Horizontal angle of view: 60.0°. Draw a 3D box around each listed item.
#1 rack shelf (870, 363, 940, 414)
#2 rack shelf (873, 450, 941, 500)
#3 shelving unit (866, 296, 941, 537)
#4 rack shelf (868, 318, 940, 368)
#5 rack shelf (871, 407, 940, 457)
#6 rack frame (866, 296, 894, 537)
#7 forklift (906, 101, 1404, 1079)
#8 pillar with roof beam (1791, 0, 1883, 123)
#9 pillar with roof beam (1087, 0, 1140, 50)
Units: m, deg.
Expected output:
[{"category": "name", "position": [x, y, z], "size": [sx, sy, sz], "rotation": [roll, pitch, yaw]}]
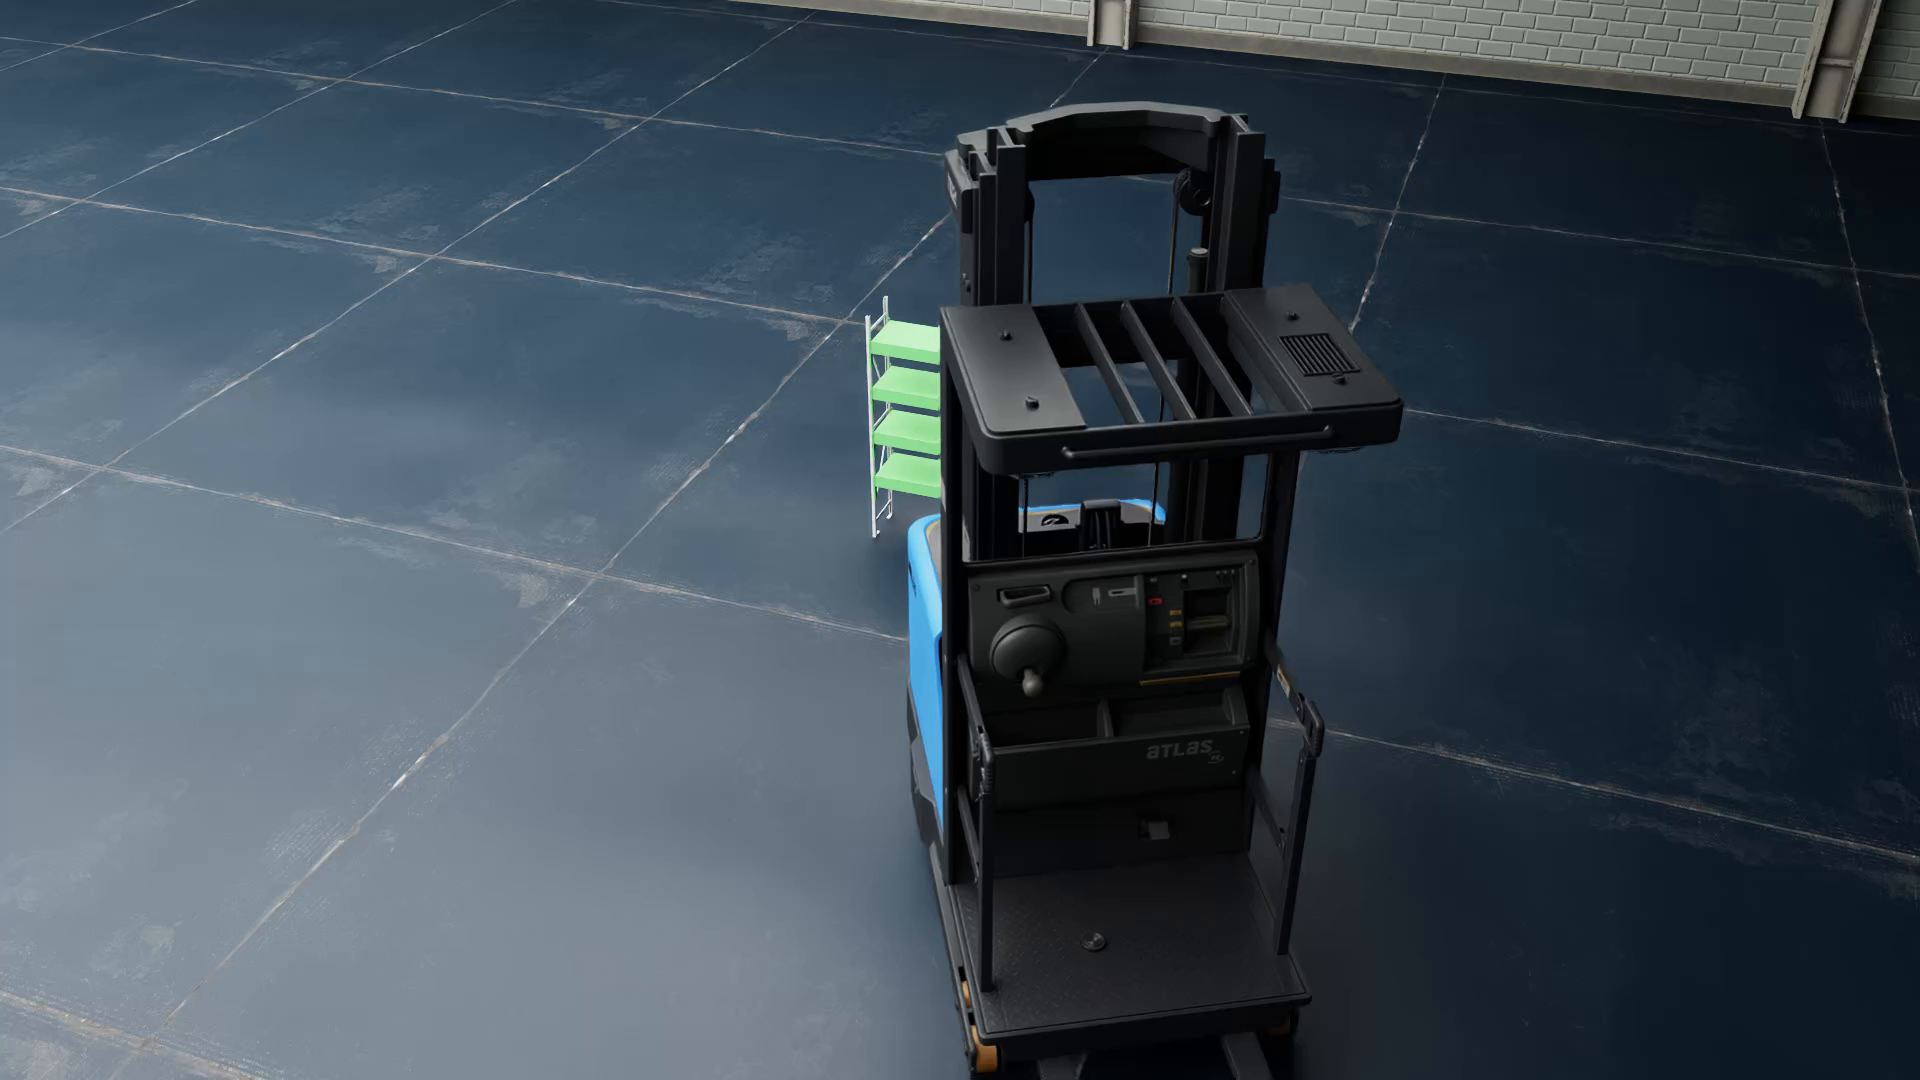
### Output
[{"category": "rack shelf", "position": [-0.156, -0.682, 7.876], "size": [0.480, 0.148, 0.258], "rotation": [11, 34, 16]}, {"category": "rack shelf", "position": [-0.156, -0.279, 8.136], "size": [0.480, 0.148, 0.258], "rotation": [11, 34, 16]}, {"category": "shelving unit", "position": [-0.156, -0.534, 7.971], "size": [0.503, 1.200, 0.258], "rotation": [11, 34, 16]}, {"category": "rack shelf", "position": [-0.156, -0.884, 7.746], "size": [0.480, 0.148, 0.258], "rotation": [11, 34, 16]}, {"category": "rack shelf", "position": [-0.156, -0.481, 8.006], "size": [0.480, 0.148, 0.258], "rotation": [11, 34, 16]}, {"category": "rack frame", "position": [-0.386, -0.579, 8.041], "size": [0.015, 1.200, 0.240], "rotation": [11, 34, 16]}, {"category": "forklift", "position": [0.525, 0.323, 5.047], "size": [1.130, 2.935, 3.031], "rotation": [-5, 33, -8]}, {"category": "pillar with roof beam", "position": [5.602, -5.076, 7.816], "size": [0.400, 9.000, 9.100], "rotation": [11, 34, 16]}, {"category": "pillar with roof beam", "position": [-0.046, -6.174, 9.517], "size": [0.400, 9.000, 9.100], "rotation": [11, 34, 16]}]
